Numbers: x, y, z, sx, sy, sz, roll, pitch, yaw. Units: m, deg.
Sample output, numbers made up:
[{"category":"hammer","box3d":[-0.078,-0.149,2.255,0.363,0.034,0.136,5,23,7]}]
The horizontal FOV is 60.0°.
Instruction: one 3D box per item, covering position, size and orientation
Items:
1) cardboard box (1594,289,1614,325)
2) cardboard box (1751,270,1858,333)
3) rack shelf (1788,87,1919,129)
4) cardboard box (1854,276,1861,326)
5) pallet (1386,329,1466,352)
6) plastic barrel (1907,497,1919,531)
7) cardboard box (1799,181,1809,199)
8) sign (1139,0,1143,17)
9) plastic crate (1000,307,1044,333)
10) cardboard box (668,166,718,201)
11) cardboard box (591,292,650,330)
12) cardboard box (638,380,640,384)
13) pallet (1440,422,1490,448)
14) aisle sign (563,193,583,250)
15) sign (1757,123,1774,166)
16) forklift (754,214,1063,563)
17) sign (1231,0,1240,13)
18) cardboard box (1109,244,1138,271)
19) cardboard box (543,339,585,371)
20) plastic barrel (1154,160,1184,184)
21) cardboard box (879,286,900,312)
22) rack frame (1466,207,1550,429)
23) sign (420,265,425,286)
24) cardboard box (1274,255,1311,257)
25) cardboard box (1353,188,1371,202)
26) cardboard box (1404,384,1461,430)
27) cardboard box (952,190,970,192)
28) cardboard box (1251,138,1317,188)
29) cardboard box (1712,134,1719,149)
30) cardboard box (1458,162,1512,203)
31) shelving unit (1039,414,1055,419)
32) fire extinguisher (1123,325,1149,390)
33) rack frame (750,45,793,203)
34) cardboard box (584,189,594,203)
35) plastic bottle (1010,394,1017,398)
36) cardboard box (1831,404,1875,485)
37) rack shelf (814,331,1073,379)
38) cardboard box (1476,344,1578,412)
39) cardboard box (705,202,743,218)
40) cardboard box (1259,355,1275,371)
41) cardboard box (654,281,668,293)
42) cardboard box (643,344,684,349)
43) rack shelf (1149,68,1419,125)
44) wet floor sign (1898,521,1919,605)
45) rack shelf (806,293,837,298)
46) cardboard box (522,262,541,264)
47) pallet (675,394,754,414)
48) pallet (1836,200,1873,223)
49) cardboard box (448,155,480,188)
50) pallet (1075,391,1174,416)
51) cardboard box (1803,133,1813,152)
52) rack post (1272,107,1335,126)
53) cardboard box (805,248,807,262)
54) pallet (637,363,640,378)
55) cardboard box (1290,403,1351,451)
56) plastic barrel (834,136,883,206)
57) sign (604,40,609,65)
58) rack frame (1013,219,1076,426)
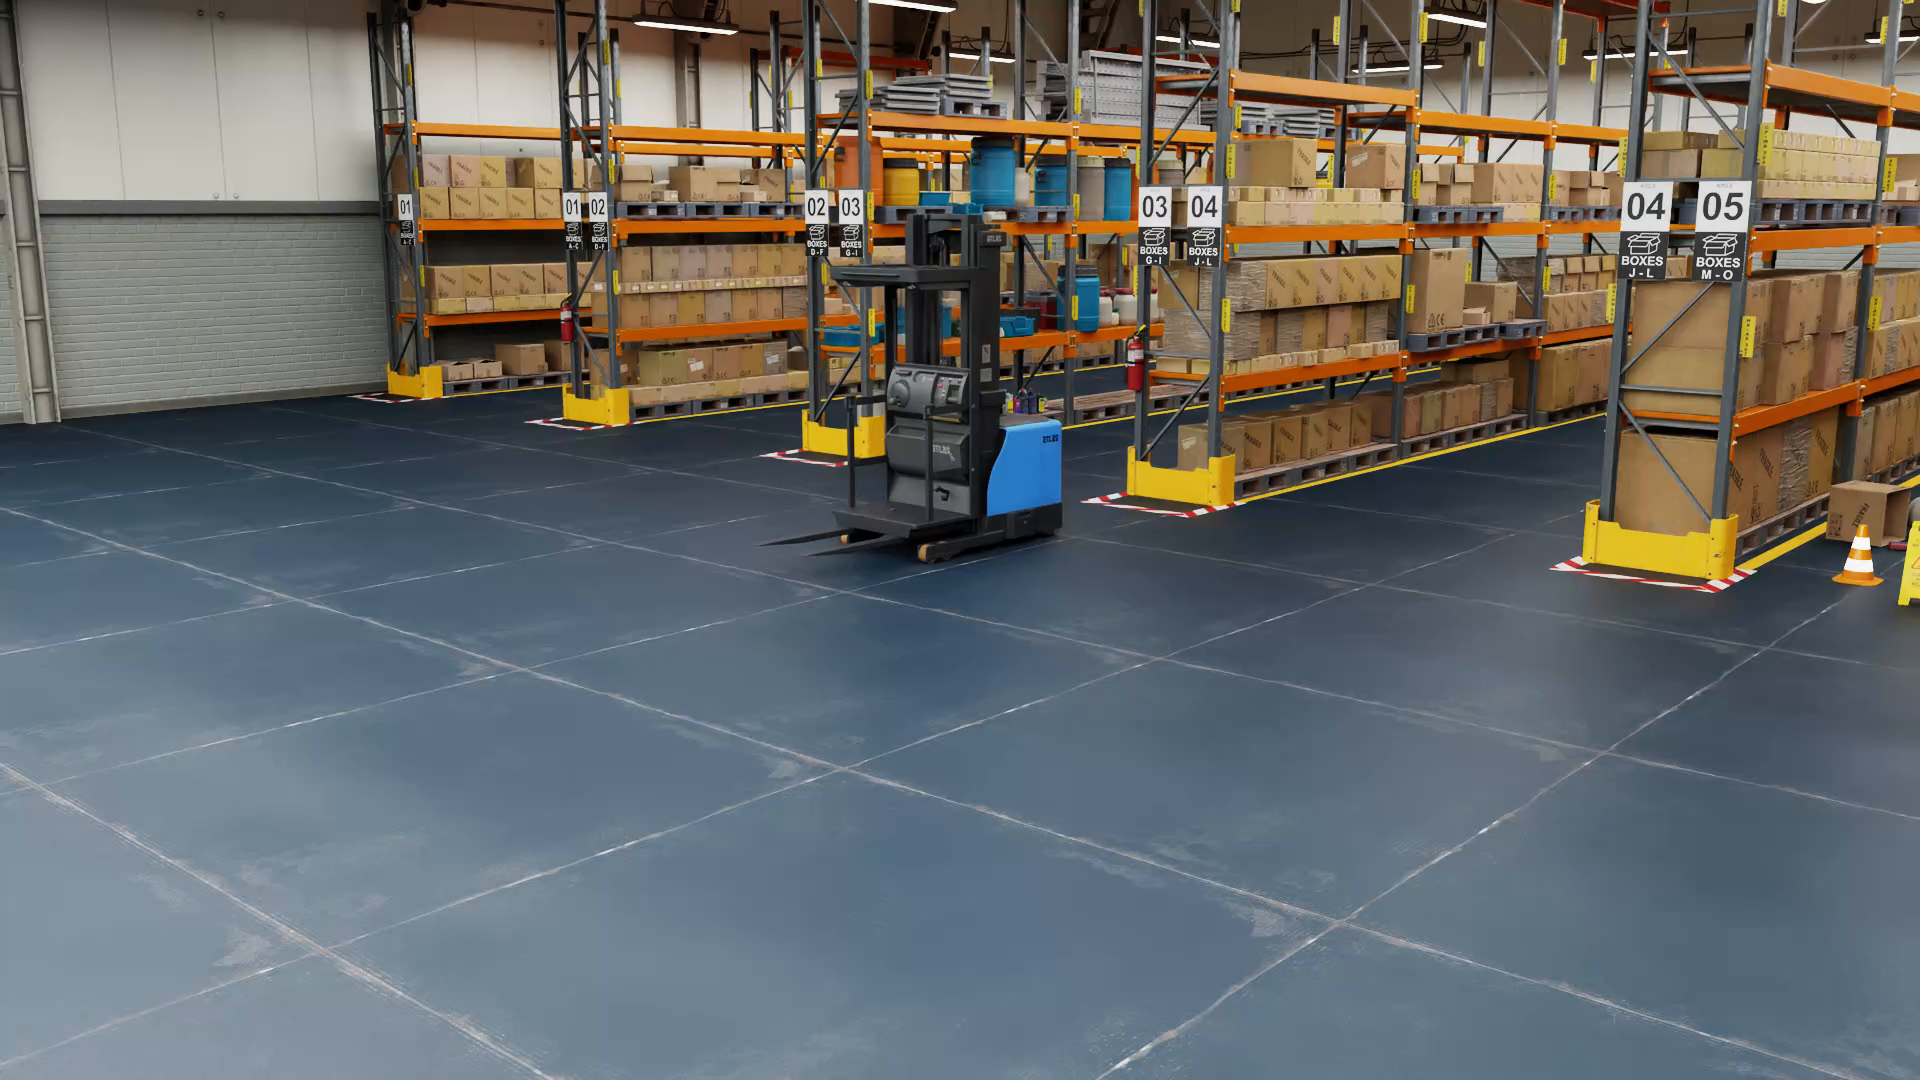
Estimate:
[{"category":"cardboard box","box3d":[9.399,-3.459,24.655,0.500,0.500,0.500,10,15,40]},{"category":"cardboard box","box3d":[8.007,-2.288,15.907,0.875,0.550,0.550,10,15,40]},{"category":"rack shelf","box3d":[9.873,-4.518,17.753,1.077,0.370,4.000,10,15,40]},{"category":"cardboard box","box3d":[8.876,-2.444,17.019,0.700,0.500,0.500,9,15,39]},{"category":"pallet","box3d":[5.507,-2.486,20.530,1.003,0.211,1.213,10,15,40]},{"category":"plastic barrel","box3d":[8.956,-0.202,15.181,0.421,0.421,0.512,-2,11,-9]},{"category":"cardboard box","box3d":[7.046,-3.002,14.280,0.380,0.149,0.250,10,15,41]},{"category":"sign","box3d":[1.850,-5.451,16.776,0.100,0.325,0.005,10,15,40]},{"category":"plastic crate","box3d":[0.732,-3.036,22.951,0.767,0.338,0.504,10,15,40]},{"category":"cardboard box","box3d":[-3.884,-5.183,24.199,0.500,0.500,0.500,10,15,40]},{"category":"cardboard box","box3d":[-4.868,-3.296,23.837,0.700,0.500,0.500,10,15,40]},{"category":"cardboard box","box3d":[-4.733,-2.229,24.702,0.500,0.250,0.500,10,15,40]},{"category":"pallet","box3d":[6.211,-1.414,21.793,1.003,0.211,1.213,10,15,40]},{"category":"aisle sign","box3d":[-5.450,-4.483,23.398,0.394,0.787,0.004,10,15,40]},{"category":"sign","box3d":[6.325,-3.108,13.060,0.100,0.325,0.005,10,15,40]},{"category":"forklift","box3d":[-0.433,-1.350,14.525,1.130,2.935,3.031,11,16,43]},{"category":"sign","box3d":[2.661,-5.267,16.058,0.100,0.325,0.005,10,15,40]},{"category":"cardboard box","box3d":[3.258,-5.517,32.408,0.500,0.500,0.500,10,15,42]},{"category":"cardboard box","box3d":[-6.924,-3.240,29.073,0.500,0.500,0.500,8,14,36]},{"category":"plastic barrel","box3d":[3.108,-5.340,25.388,0.600,0.901,0.600,0,11,0]},{"category":"cardboard box","box3d":[-1.348,-4.079,27.760,0.500,0.500,0.500,10,15,40]},{"category":"rack frame","box3d":[7.534,-3.075,22.989,1.000,3.000,0.127,10,15,40]},{"category":"sign","box3d":[-8.502,-4.174,26.279,0.100,0.325,0.005,10,15,40]},{"category":"cardboard box","box3d":[3.746,-2.991,19.001,0.500,0.500,0.500,10,15,40]},{"category":"cardboard box","box3d":[4.387,-3.875,18.699,0.380,0.149,0.250,9,15,39]},{"category":"cardboard box","box3d":[6.013,-1.714,21.434,0.700,0.500,0.500,8,14,36]},{"category":"cardboard box","box3d":[0.358,-5.945,29.444,0.910,0.500,0.500,10,15,40]},{"category":"cardboard box","box3d":[3.436,-3.993,17.633,0.500,0.500,0.500,10,15,40]},{"category":"cardboard box","box3d":[6.384,-3.442,14.444,0.380,0.149,0.250,10,15,41]},{"category":"cardboard box","box3d":[6.738,-4.590,21.384,0.500,0.500,0.500,10,15,41]},{"category":"shelving unit","box3d":[0.731,-0.669,15.887,0.215,1.050,0.252,11,13,43]},{"category":"fire extinguisher","box3d":[1.831,-1.903,17.318,0.296,0.674,0.183,10,15,40]},{"category":"rack frame","box3d":[-3.628,-7.939,32.021,1.000,3.000,0.127,10,15,40]},{"category":"cardboard box","box3d":[-6.418,-5.831,28.822,0.500,0.500,0.500,10,15,42]},{"category":"plastic bottle","box3d":[0.710,-1.862,22.747,0.152,0.276,0.135,10,15,40]},{"category":"cardboard box","box3d":[8.895,-1.036,17.452,1.050,0.750,0.750,10,15,40]},{"category":"rack shelf","box3d":[-0.147,-2.480,21.846,1.077,0.370,4.000,10,15,40]},{"category":"cardboard box","box3d":[8.005,-2.338,23.651,1.225,0.875,0.875,9,14,38]},{"category":"cardboard box","box3d":[-4.554,-6.349,31.407,0.637,0.503,0.797,-10,15,-40]},{"category":"cardboard box","box3d":[3.125,-1.895,17.720,0.380,0.149,0.250,10,15,40]},{"category":"cardboard box","box3d":[-4.427,-3.652,23.967,0.380,0.149,0.250,10,15,41]},{"category":"cardboard box","box3d":[-4.406,-2.671,25.000,0.500,0.500,0.500,10,15,40]},{"category":"rack shelf","box3d":[3.573,-4.780,18.052,1.077,0.370,4.000,10,15,40]},{"category":"wet floor sign","box3d":[7.380,0.173,12.738,0.267,0.644,0.232,7,13,31]},{"category":"rack shelf","box3d":[-2.308,-4.938,34.152,1.077,0.370,4.000,10,15,40]},{"category":"cardboard box","box3d":[-7.413,-4.522,28.648,0.500,0.500,0.500,10,15,42]},{"category":"pallet","box3d":[-3.907,-2.109,25.269,1.003,0.211,1.213,10,15,40]},{"category":"pallet","box3d":[8.005,-3.139,15.876,1.003,0.211,1.213,10,15,40]},{"category":"cardboard box","box3d":[-8.104,-5.932,26.775,0.500,0.500,0.500,10,15,40]},{"category":"pallet","box3d":[2.467,-2.061,25.028,1.003,0.211,1.213,10,15,40]},{"category":"cardboard box","box3d":[7.043,-3.393,14.201,0.380,0.149,0.250,9,15,39]},{"category":"rack post","box3d":[5.874,-7.089,27.961,0.937,0.300,0.954,9,15,39]},{"category":"cardboard box","box3d":[-3.116,-5.607,32.683,0.500,0.250,0.500,10,15,42]},{"category":"pallet","box3d":[-5.756,-3.155,30.509,1.003,0.211,1.213,10,15,40]},{"category":"cardboard box","box3d":[4.227,-1.328,19.551,0.500,0.500,0.500,-7,13,-30]},{"category":"plastic barrel","box3d":[-1.242,-4.514,20.365,0.600,0.830,0.708,10,15,40]},{"category":"sign","box3d":[-4.773,-6.585,22.453,0.100,0.325,0.005,10,15,40]},{"category":"rack frame","box3d":[1.173,-3.127,23.249,1.000,3.000,0.127,10,15,40]}]
